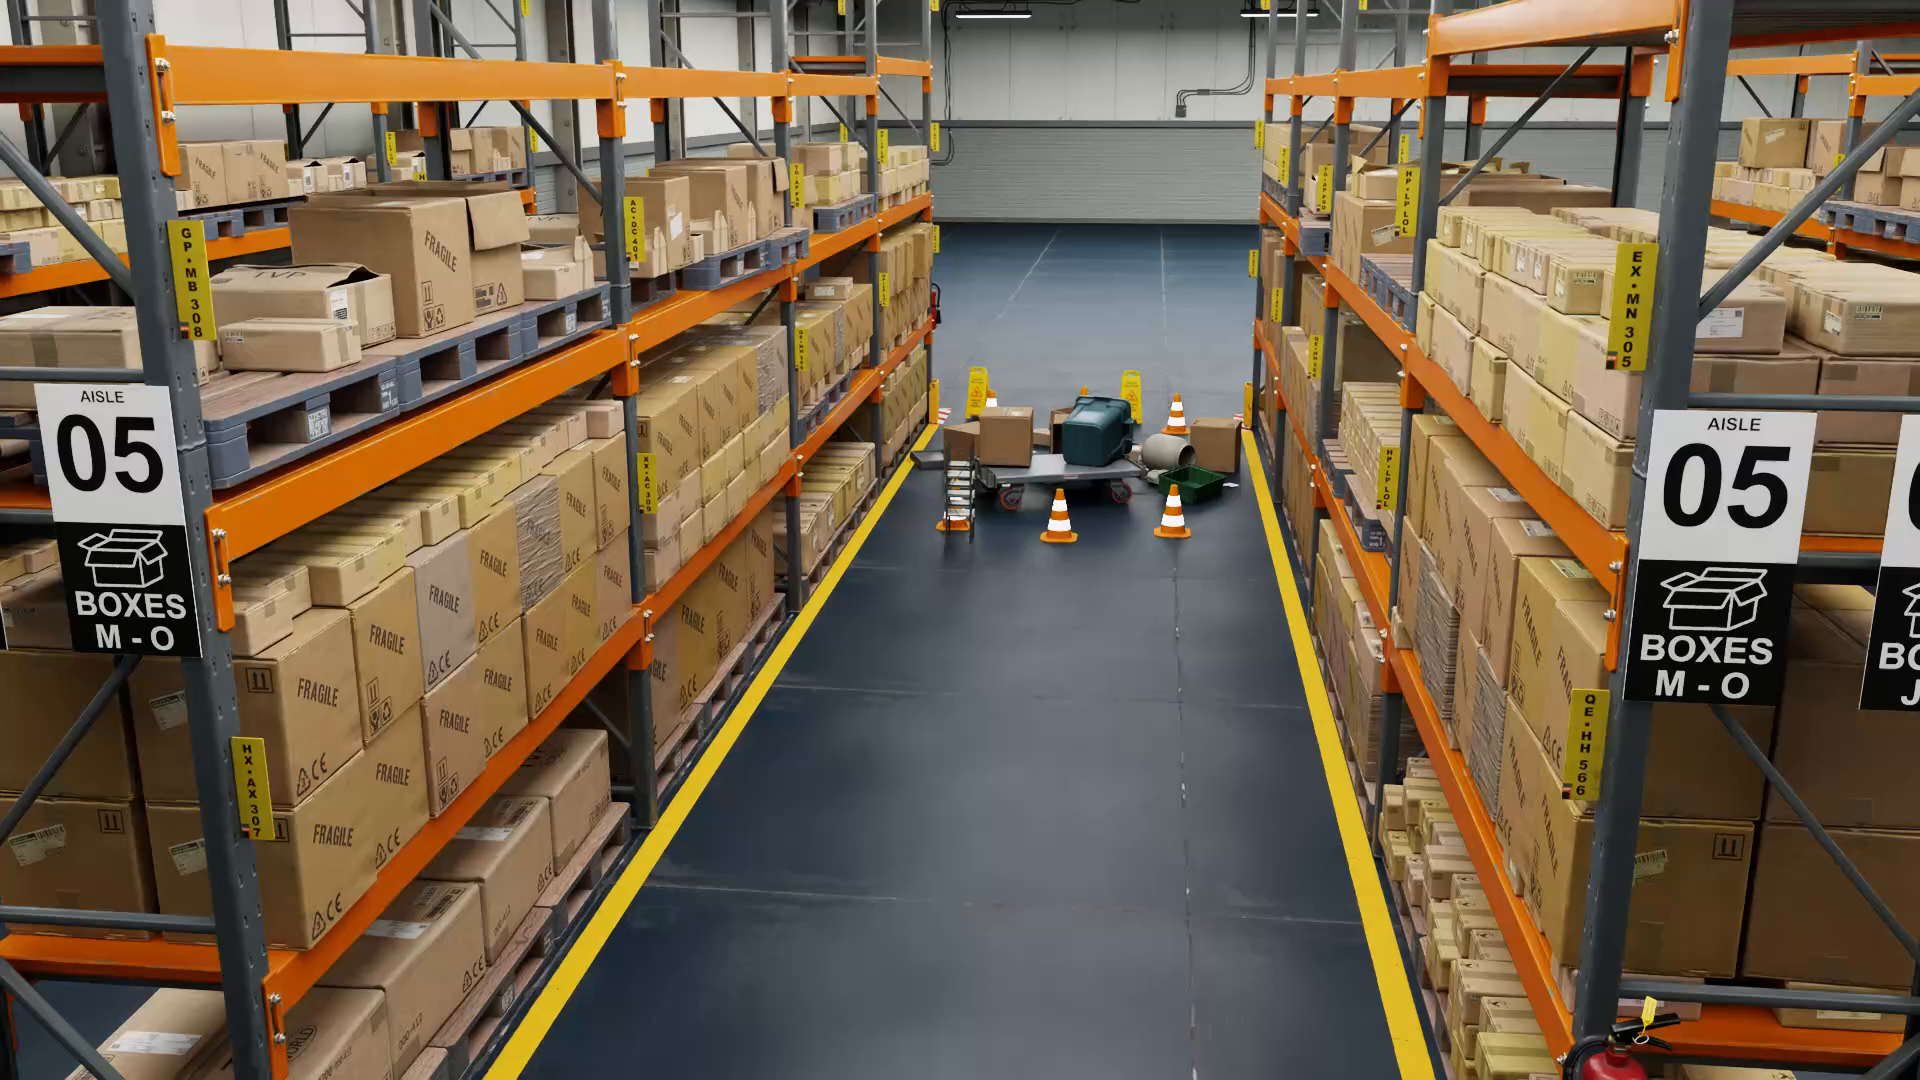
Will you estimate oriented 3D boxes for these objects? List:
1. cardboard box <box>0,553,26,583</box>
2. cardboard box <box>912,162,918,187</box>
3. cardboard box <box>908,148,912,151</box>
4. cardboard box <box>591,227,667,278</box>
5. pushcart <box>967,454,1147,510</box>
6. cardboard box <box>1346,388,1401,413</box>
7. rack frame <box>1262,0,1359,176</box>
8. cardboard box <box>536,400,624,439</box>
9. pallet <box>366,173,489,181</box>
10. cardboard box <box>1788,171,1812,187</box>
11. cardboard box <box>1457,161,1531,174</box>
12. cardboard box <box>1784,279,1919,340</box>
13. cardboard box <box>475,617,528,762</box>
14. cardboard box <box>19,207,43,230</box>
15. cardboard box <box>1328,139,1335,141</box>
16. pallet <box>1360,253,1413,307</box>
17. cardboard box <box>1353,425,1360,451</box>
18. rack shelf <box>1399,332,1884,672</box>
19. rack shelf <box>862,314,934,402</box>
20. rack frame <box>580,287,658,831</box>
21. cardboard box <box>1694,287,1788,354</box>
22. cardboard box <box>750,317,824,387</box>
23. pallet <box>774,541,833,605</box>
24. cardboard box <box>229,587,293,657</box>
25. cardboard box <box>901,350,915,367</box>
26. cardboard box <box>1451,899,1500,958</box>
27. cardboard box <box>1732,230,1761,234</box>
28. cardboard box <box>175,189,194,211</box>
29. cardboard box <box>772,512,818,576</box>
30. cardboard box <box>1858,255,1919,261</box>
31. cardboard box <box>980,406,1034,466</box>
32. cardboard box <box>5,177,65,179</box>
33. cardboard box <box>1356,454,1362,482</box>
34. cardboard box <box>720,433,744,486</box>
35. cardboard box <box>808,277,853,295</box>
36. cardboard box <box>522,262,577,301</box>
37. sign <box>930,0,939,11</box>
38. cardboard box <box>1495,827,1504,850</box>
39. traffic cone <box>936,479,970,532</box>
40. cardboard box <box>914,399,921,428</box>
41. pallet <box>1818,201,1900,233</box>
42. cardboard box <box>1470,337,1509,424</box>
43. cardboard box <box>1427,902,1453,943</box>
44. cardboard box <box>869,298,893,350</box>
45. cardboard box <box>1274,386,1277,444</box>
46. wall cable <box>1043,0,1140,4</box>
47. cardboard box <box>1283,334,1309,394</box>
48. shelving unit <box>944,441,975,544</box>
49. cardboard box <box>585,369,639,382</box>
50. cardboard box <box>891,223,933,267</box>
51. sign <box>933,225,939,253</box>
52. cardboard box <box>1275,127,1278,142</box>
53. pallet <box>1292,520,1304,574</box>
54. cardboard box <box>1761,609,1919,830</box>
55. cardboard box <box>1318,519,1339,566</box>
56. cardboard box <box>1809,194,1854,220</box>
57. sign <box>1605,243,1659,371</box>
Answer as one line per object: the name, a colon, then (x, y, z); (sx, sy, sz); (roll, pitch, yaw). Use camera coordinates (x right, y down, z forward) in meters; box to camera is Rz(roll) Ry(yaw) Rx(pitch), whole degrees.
cardboard box: (-6.745, 0.191, 11.538); (0.380, 0.149, 0.250); (2, 15, 6)
cardboard box: (-0.752, -4.083, 18.576); (0.500, 0.250, 0.500); (2, 15, 8)
cardboard box: (-0.753, -4.388, 18.940); (0.380, 0.149, 0.250); (2, 15, 7)
cardboard box: (-1.800, -1.563, 8.990); (0.396, 0.266, 0.258); (2, 15, 6)
pushcart: (0.969, -0.613, 16.792); (1.648, 0.377, 0.936); (-4, 16, -13)
cardboard box: (2.904, -0.960, 11.592); (0.380, 0.149, 0.250); (1, 15, 5)
rack frame: (4.079, -5.746, 19.262); (1.000, 3.000, 0.127); (2, 15, 6)
cardboard box: (-1.923, -0.613, 8.419); (0.380, 0.149, 0.250); (1, 15, 5)
pallet: (-6.023, -4.021, 18.795); (1.003, 0.211, 1.213); (2, 15, 6)
cardboard box: (8.466, -3.573, 16.494); (0.380, 0.149, 0.250); (2, 15, 8)
cardboard box: (3.264, -2.195, 10.215); (0.396, 0.266, 0.258); (2, 15, 6)
cardboard box: (2.583, -0.653, 4.737); (0.380, 0.149, 0.250); (2, 15, 9)
cardboard box: (-2.172, 0.622, 7.013); (0.500, 0.500, 0.500); (2, 15, 8)
cardboard box: (-6.652, -2.246, 11.588); (0.380, 0.149, 0.250); (2, 15, 7)
cardboard box: (4.187, -4.226, 18.105); (0.500, 0.250, 0.500); (2, 15, 6)
pallet: (3.015, -1.522, 9.744); (1.213, 0.211, 1.003); (2, 15, 6)
cardboard box: (2.839, -0.676, 11.110); (0.380, 0.149, 0.250); (2, 15, 7)
rack shelf: (2.500, -0.320, 6.319); (1.077, 0.370, 4.000); (2, 15, 6)
rack shelf: (-1.076, -2.104, 18.663); (1.077, 0.370, 4.000); (2, 15, 6)
rack frame: (-2.204, 0.142, 8.977); (1.000, 3.000, 0.127); (2, 15, 6)
cardboard box: (2.020, -0.605, 4.560); (0.380, 0.149, 0.250); (2, 15, 6)
cardboard box: (-1.421, -1.535, 13.614); (0.500, 0.500, 0.500); (2, 15, 9)
pallet: (-1.663, 0.248, 13.927); (1.003, 0.211, 1.213); (2, 15, 6)
cardboard box: (-2.341, 0.252, 5.223); (0.380, 0.149, 0.250); (2, 15, 7)
cardboard box: (-0.719, -2.074, 18.959); (0.380, 0.149, 0.250); (2, 15, 9)
cardboard box: (2.279, 1.636, 6.971); (0.380, 0.149, 0.250); (2, 15, 7)
cardboard box: (8.663, -3.218, 18.727); (0.500, 0.500, 0.500); (2, 15, 6)
cardboard box: (-6.344, -2.708, 13.223); (0.380, 0.166, 0.250); (2, 15, 6)
cardboard box: (-1.679, 0.024, 13.643); (0.950, 0.372, 0.625); (1, 15, 2)
cardboard box: (8.848, -2.424, 15.793); (0.500, 0.500, 0.500); (2, 15, 6)
cardboard box: (0.470, -1.047, 16.713); (0.500, 0.500, 0.500); (2, 15, 6)
cardboard box: (-7.002, -2.665, 12.565); (0.380, 0.149, 0.250); (1, 15, 4)
cardboard box: (2.809, -0.468, 10.912); (0.380, 0.149, 0.250); (2, 15, 8)
cardboard box: (-1.705, -0.530, 10.792); (0.500, 0.250, 0.500); (1, 15, 5)
cardboard box: (-1.194, -2.335, 15.329); (0.380, 0.149, 0.250); (1, 15, 5)
cardboard box: (-1.988, -1.192, 7.650); (0.380, 0.149, 0.250); (2, 15, 8)
sign: (-0.301, -6.372, 19.482); (0.100, 0.325, 0.005); (2, 15, 6)
cardboard box: (2.173, 1.064, 6.048); (0.380, 0.149, 0.250); (1, 15, 4)
traffic cone: (-0.051, -0.345, 15.640); (0.336, 0.463, 0.334); (2, 15, 6)
cardboard box: (-0.741, -1.494, 19.491); (0.500, 0.250, 0.500); (2, 15, 6)
pallet: (8.369, -2.841, 14.623); (1.213, 0.211, 1.003); (2, 15, 6)
cardboard box: (2.223, -0.601, 6.268); (0.500, 0.250, 0.500); (2, 15, 9)
cardboard box: (2.256, 1.713, 7.255); (0.380, 0.149, 0.250); (2, 15, 6)
cardboard box: (-0.975, -2.230, 16.990); (0.500, 0.500, 0.500); (2, 15, 6)
cardboard box: (3.867, -1.385, 17.891); (0.875, 0.875, 0.875); (2, 15, 7)
wall cable: (4.038, -17.327, 49.649); (3.097, 2.526, 0.112); (2, 15, 6)
cardboard box: (3.245, -1.602, 15.236); (0.500, 0.500, 0.500); (2, 15, 7)
shelving unit: (-0.001, -0.432, 15.125); (0.258, 0.900, 0.210); (2, 15, 6)
cardboard box: (-2.276, -0.777, 10.271); (0.500, 0.500, 0.500); (2, 15, 8)
cardboard box: (-0.691, -3.506, 19.791); (0.700, 0.500, 0.500); (1, 15, 5)
sign: (-0.301, -3.660, 20.215); (0.100, 0.325, 0.005); (2, 15, 6)
cardboard box: (3.524, -4.274, 17.520); (0.380, 0.149, 0.250); (2, 15, 7)
pallet: (3.481, 0.053, 14.650); (1.003, 0.211, 1.213); (2, 15, 6)
cardboard box: (2.588, 0.516, 4.918); (0.500, 0.500, 0.500); (2, 15, 6)
cardboard box: (2.858, 0.038, 11.910); (0.500, 0.250, 0.500); (1, 15, 4)
cardboard box: (8.337, -3.142, 15.665); (0.500, 0.250, 0.500); (2, 15, 8)
sign: (1.725, -0.598, 4.271); (0.100, 0.325, 0.005); (2, 15, 6)
